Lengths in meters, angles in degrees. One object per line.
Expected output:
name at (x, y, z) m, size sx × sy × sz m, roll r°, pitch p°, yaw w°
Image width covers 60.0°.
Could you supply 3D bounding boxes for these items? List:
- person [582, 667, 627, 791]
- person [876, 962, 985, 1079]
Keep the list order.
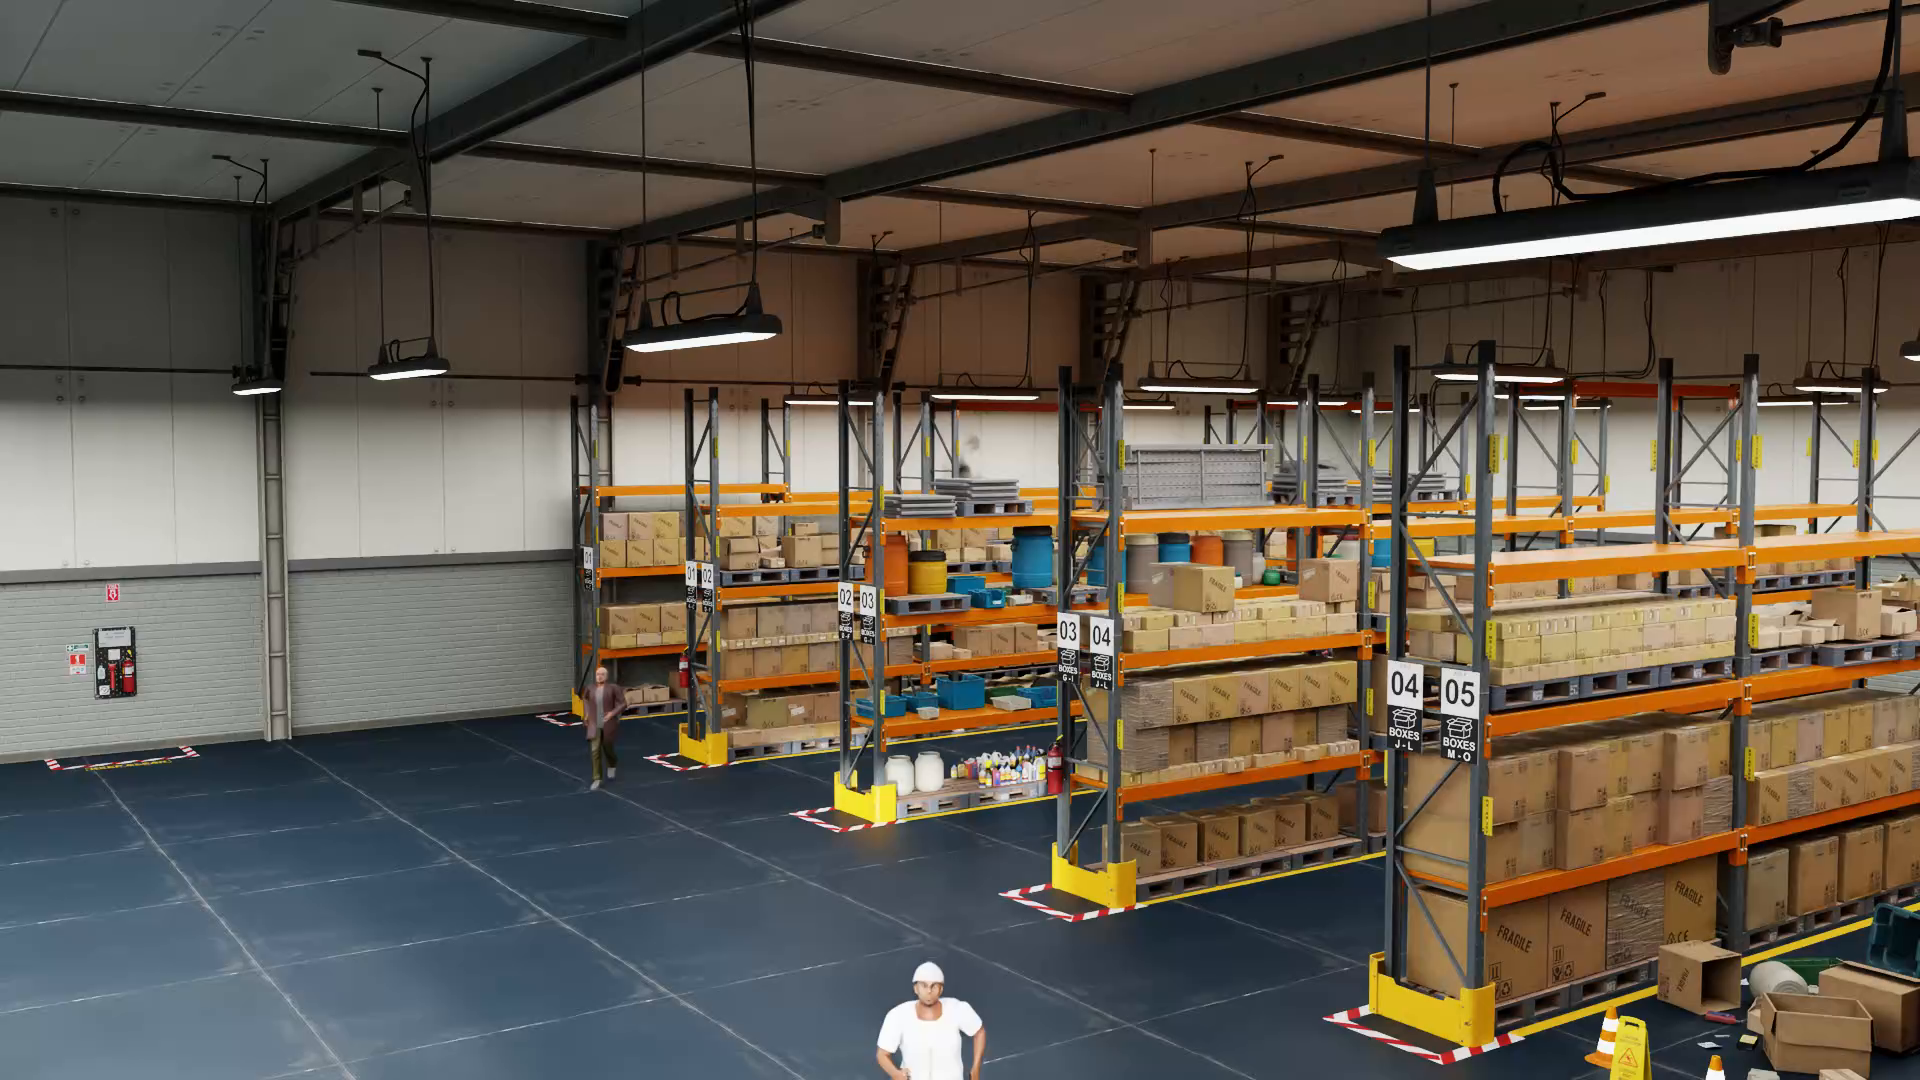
person at (-5.332, 2.785, 24.894) m, size 0.717 × 1.789 × 0.984 m, roll 0°, pitch 3°, yaw 0°
person at (-0.193, 3.634, 10.885) m, size 0.720 × 1.736 × 0.603 m, roll 0°, pitch 3°, yaw 0°
